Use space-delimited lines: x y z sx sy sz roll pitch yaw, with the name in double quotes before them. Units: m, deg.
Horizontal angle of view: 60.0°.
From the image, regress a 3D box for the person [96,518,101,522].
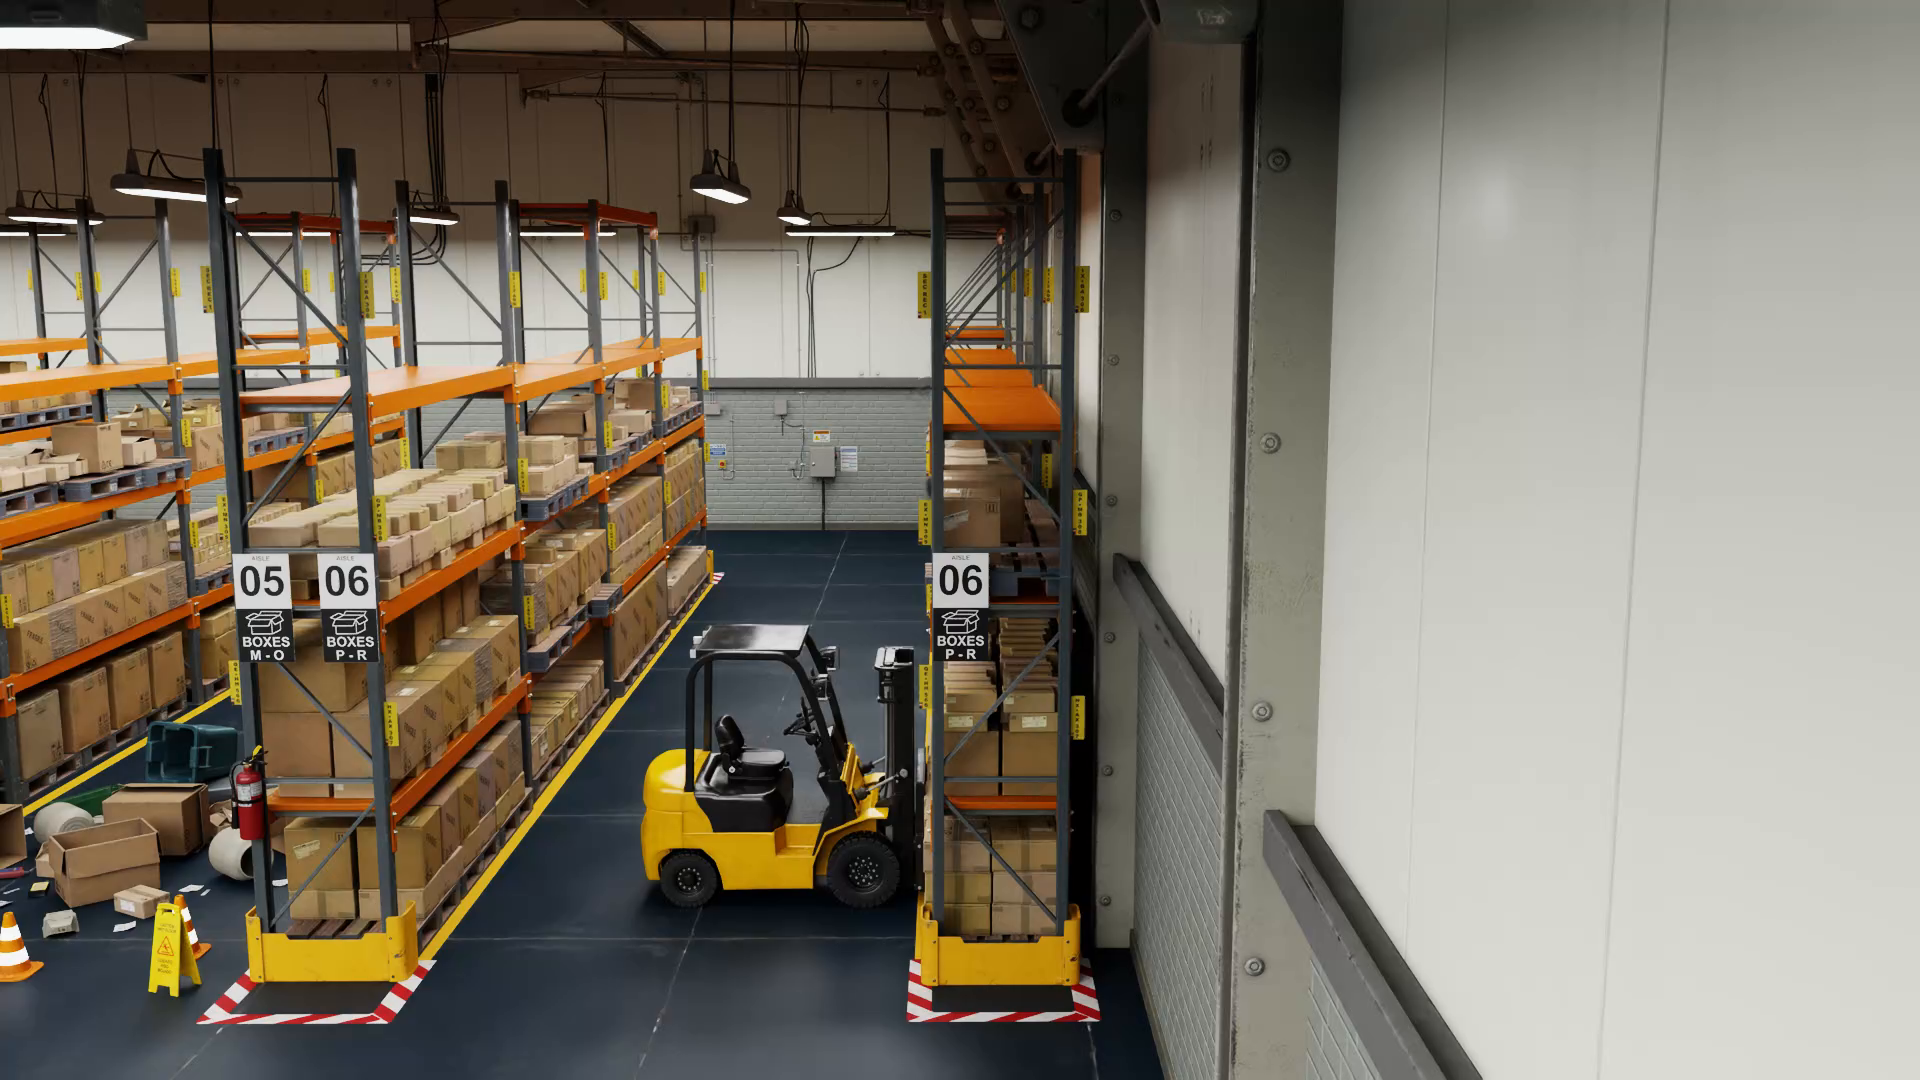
"person" -12.148 0.527 23.705 0.660 1.732 0.627 0 9 -1
